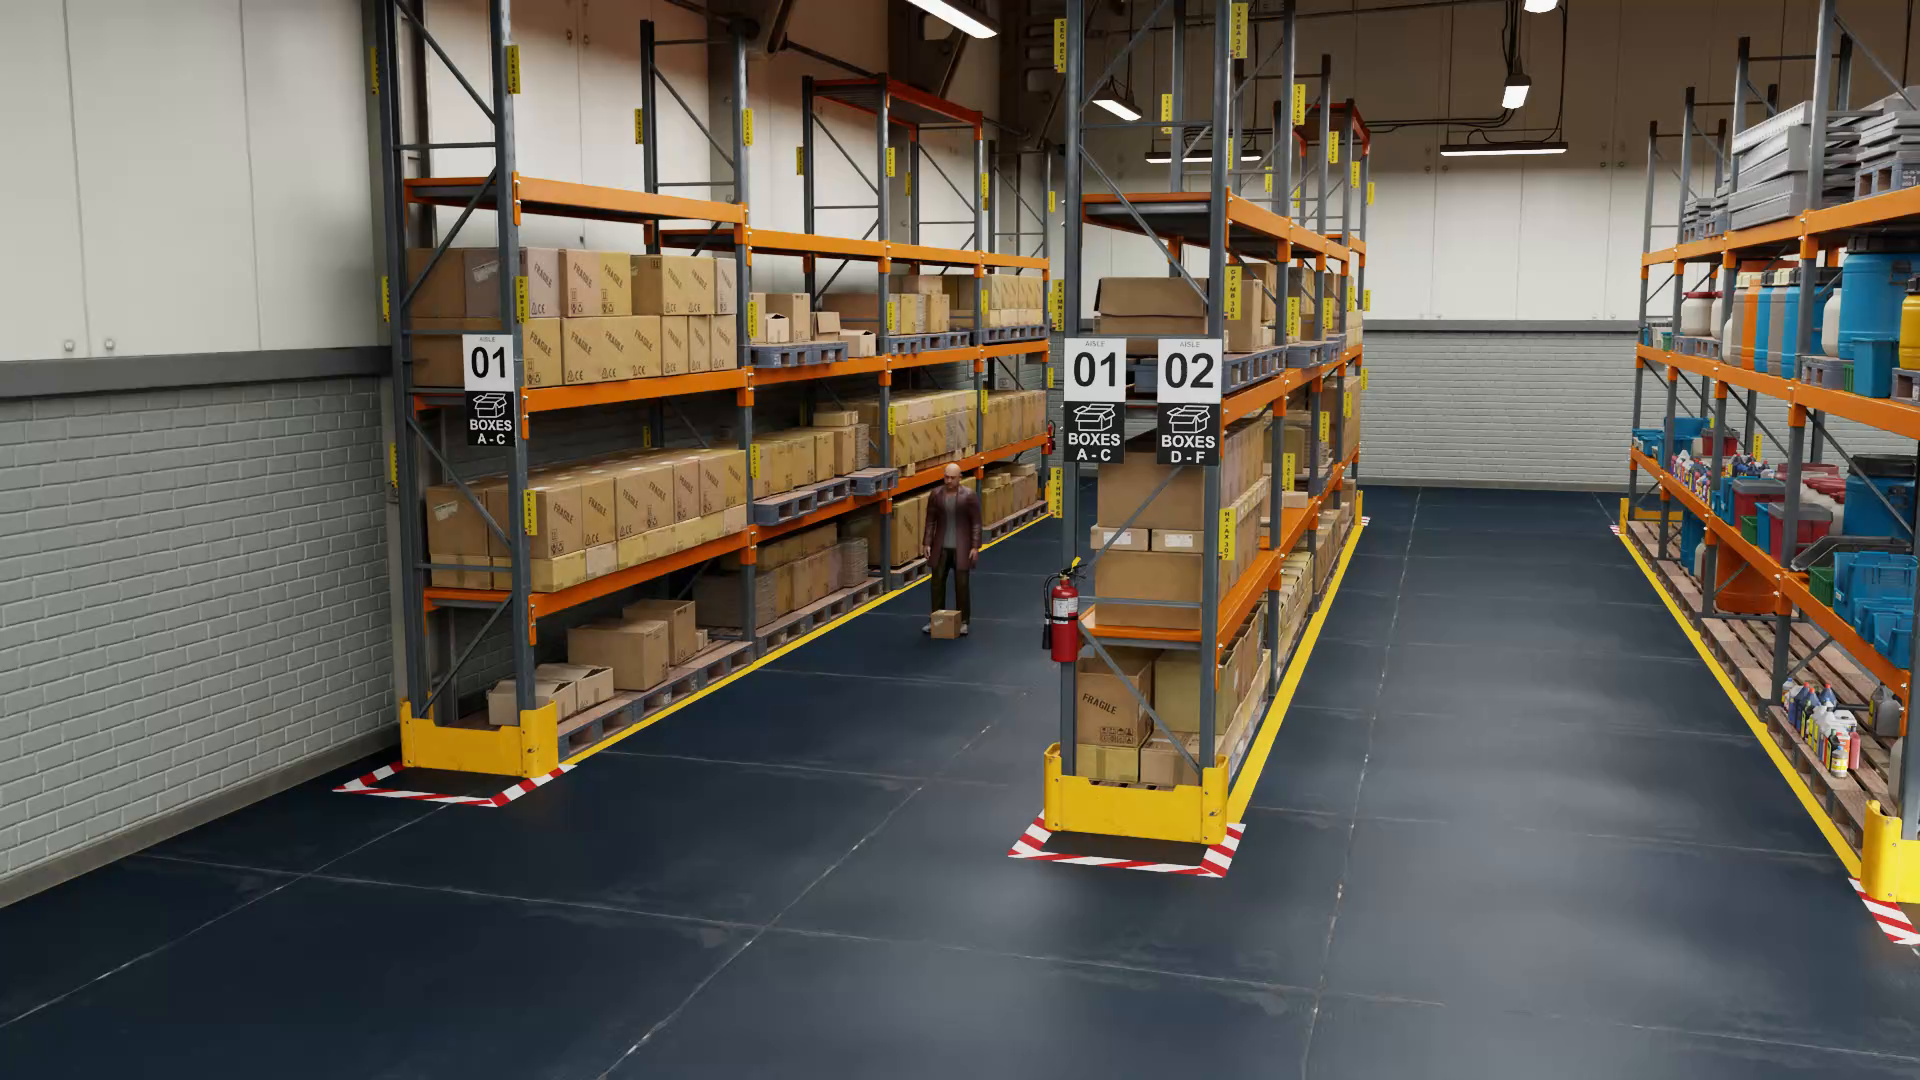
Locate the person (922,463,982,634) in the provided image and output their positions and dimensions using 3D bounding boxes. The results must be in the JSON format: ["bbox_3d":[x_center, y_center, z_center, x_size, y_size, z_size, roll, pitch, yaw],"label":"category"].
[{"bbox_3d":[-0.082,0.083,17.303,0.644,1.774,0.420,2,8,16],"label":"person"}]
